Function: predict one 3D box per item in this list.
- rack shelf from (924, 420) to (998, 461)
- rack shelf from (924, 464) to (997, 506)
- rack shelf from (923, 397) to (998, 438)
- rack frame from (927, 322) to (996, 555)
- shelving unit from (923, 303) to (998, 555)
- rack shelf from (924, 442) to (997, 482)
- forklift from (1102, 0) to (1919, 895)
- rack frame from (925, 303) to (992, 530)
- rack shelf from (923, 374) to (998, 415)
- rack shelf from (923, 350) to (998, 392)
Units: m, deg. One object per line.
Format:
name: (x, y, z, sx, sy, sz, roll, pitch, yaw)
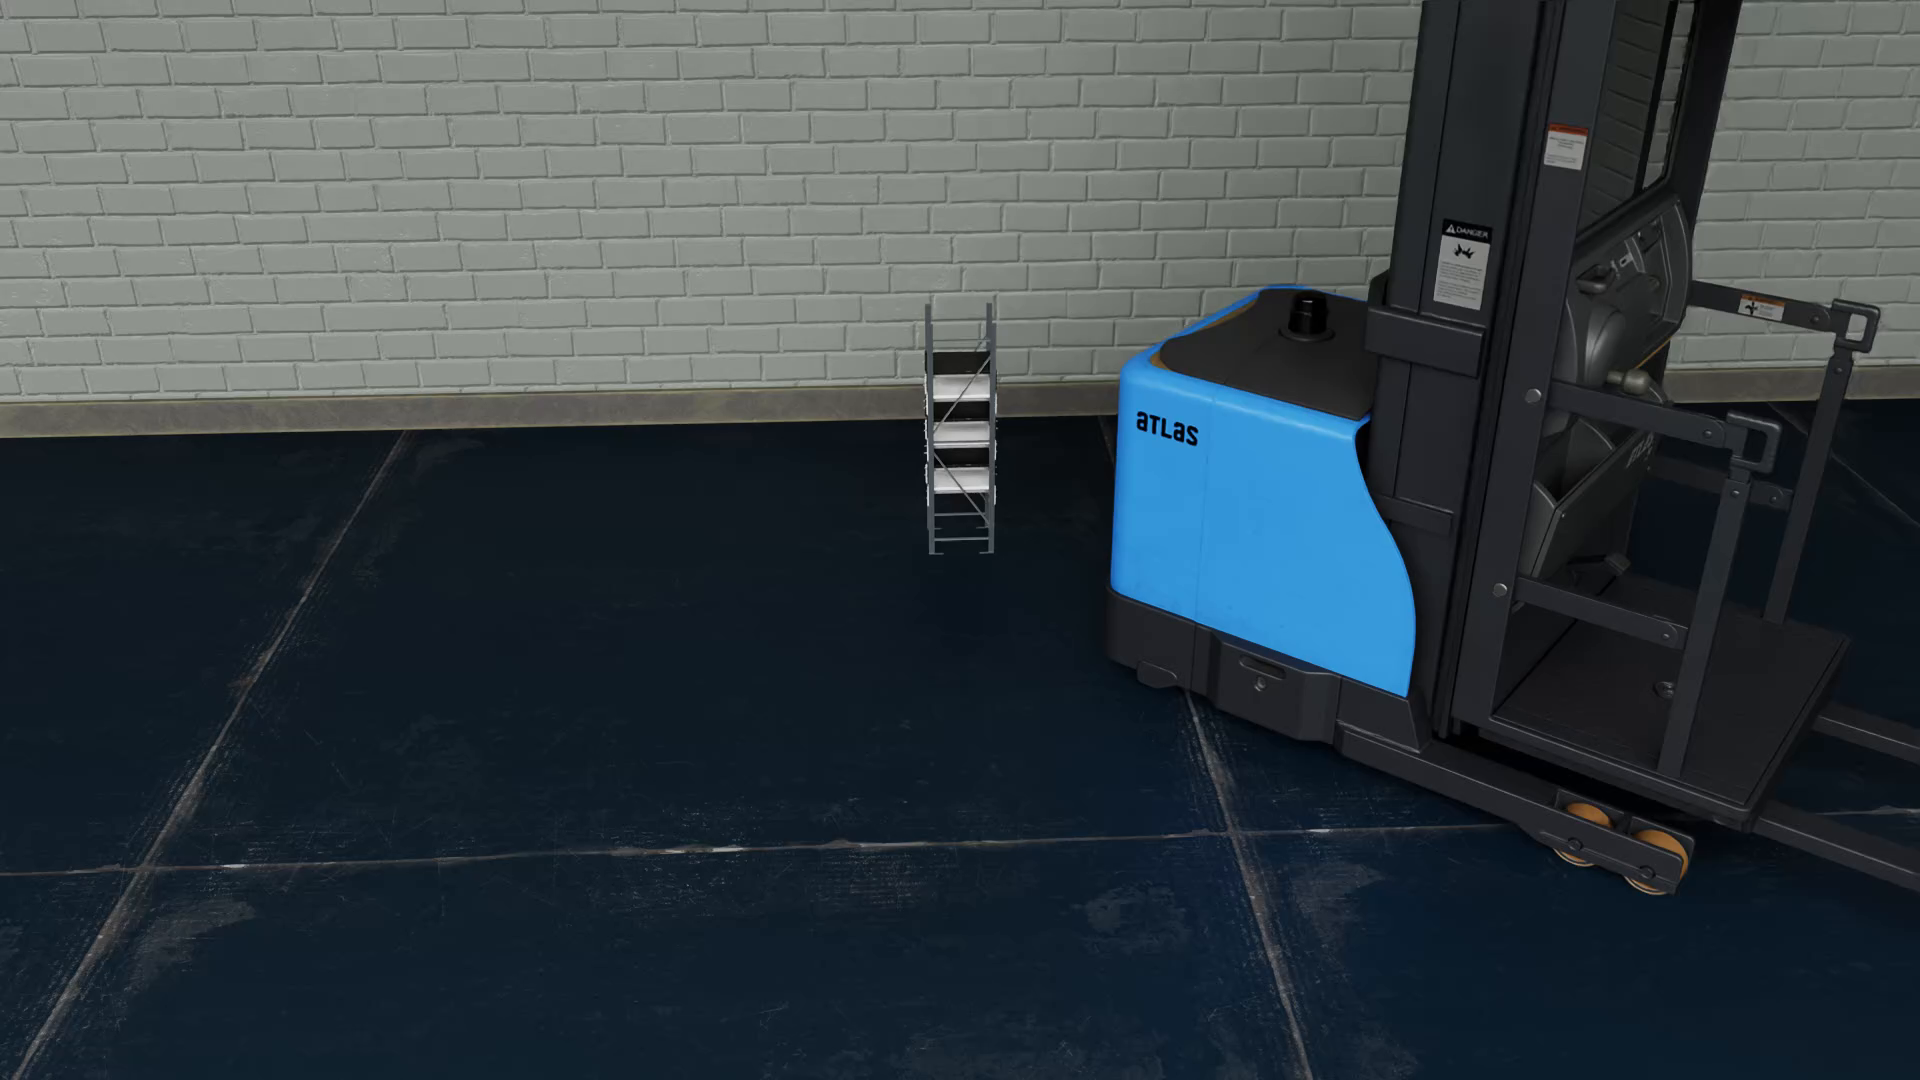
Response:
rack shelf: (0.000, -0.366, 6.050, 0.258, 0.077, 0.200, -1, 28, -3)
rack shelf: (0.000, -0.206, 6.133, 0.258, 0.077, 0.200, -1, 28, -3)
rack shelf: (0.000, -0.445, 6.009, 0.258, 0.077, 0.200, -1, 28, -3)
rack frame: (0.006, -0.348, 5.945, 0.240, 0.900, 0.006, -1, 28, -3)
shelving unit: (0.000, -0.395, 6.035, 0.258, 0.900, 0.210, -1, 28, -3)
rack shelf: (0.000, -0.286, 6.092, 0.258, 0.077, 0.200, -1, 28, -3)
forklift: (1.936, -0.633, 4.294, 3.031, 2.935, 1.130, 20, 33, 33)
rack frame: (-0.005, -0.442, 6.125, 0.240, 0.900, 0.006, -1, 28, -3)
rack shelf: (0.000, -0.525, 5.967, 0.258, 0.077, 0.200, -1, 28, -3)
rack shelf: (0.000, -0.605, 5.925, 0.258, 0.077, 0.200, -1, 28, -3)
